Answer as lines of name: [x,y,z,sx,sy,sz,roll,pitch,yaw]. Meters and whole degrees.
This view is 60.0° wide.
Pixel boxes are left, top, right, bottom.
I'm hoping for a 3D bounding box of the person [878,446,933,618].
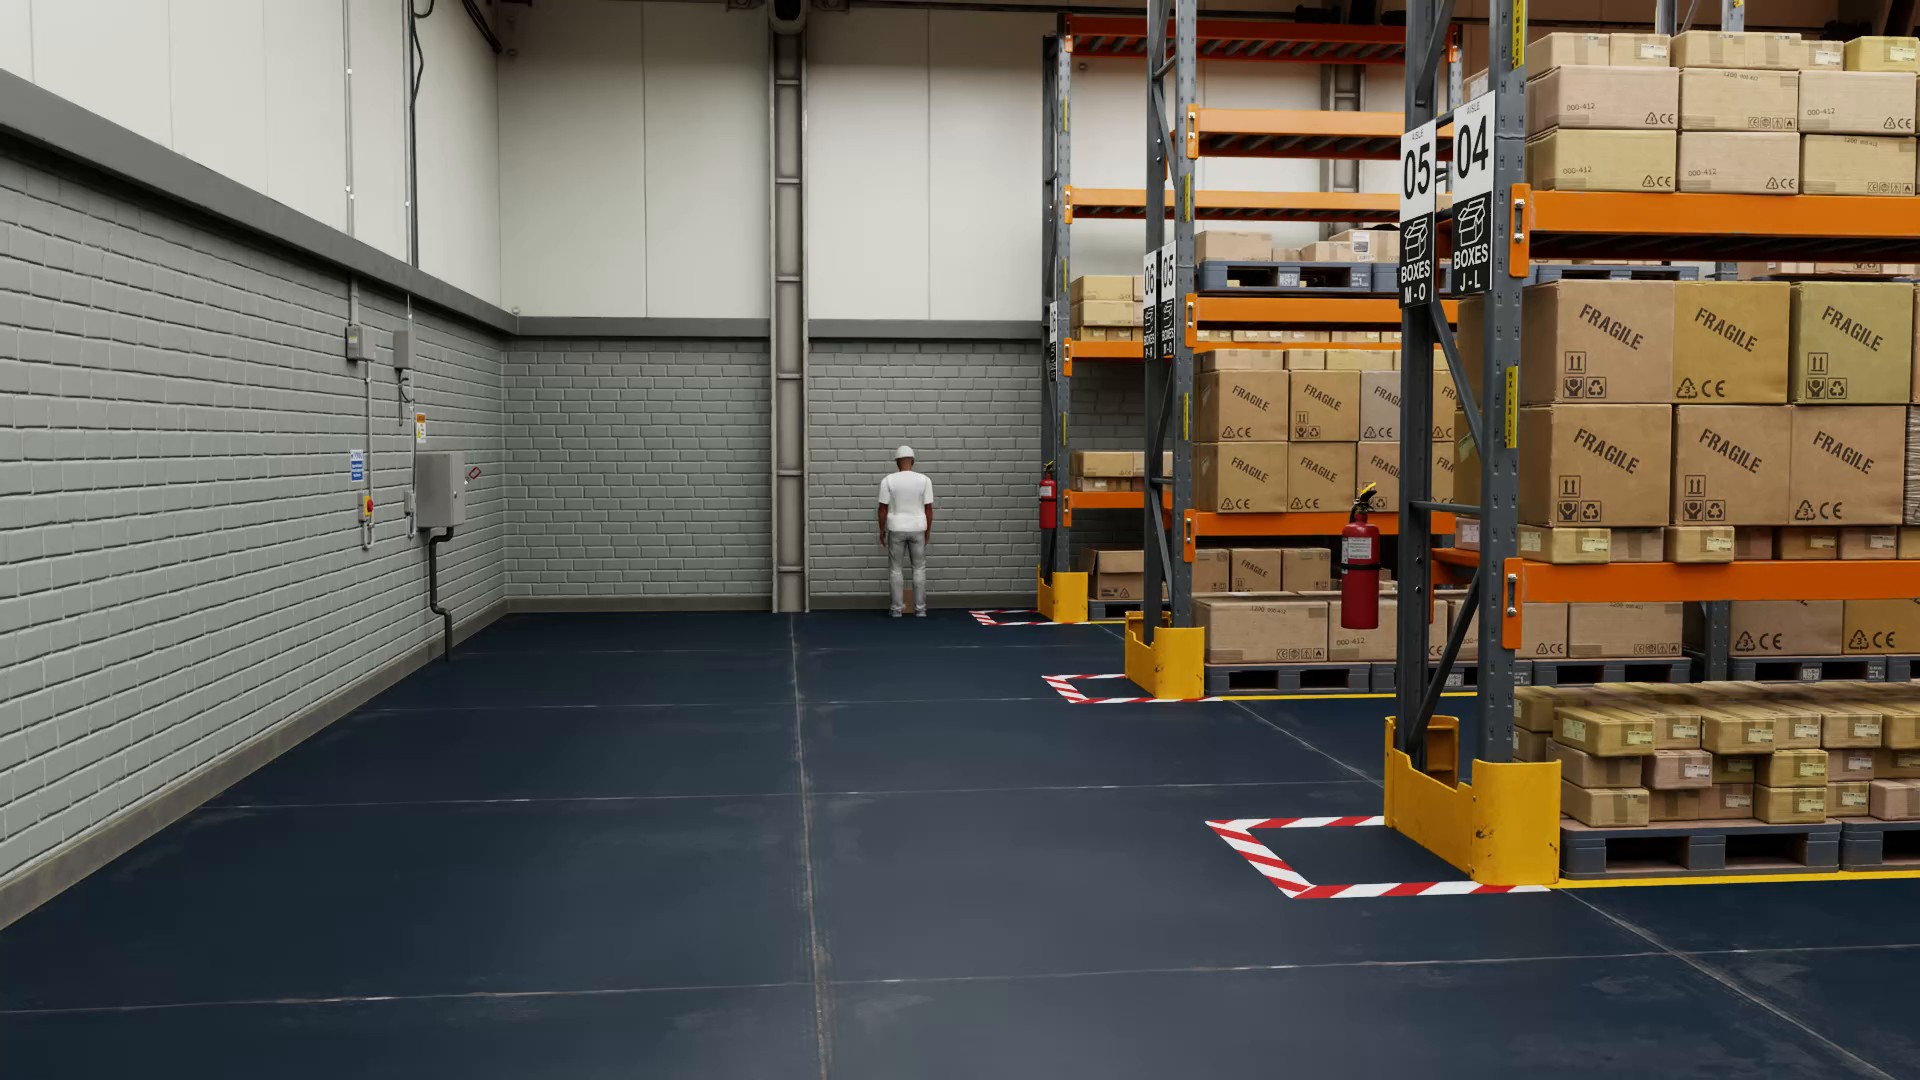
person: [-0.563,-0.087,17.136,0.566,1.766,0.362,0,3,-5]
